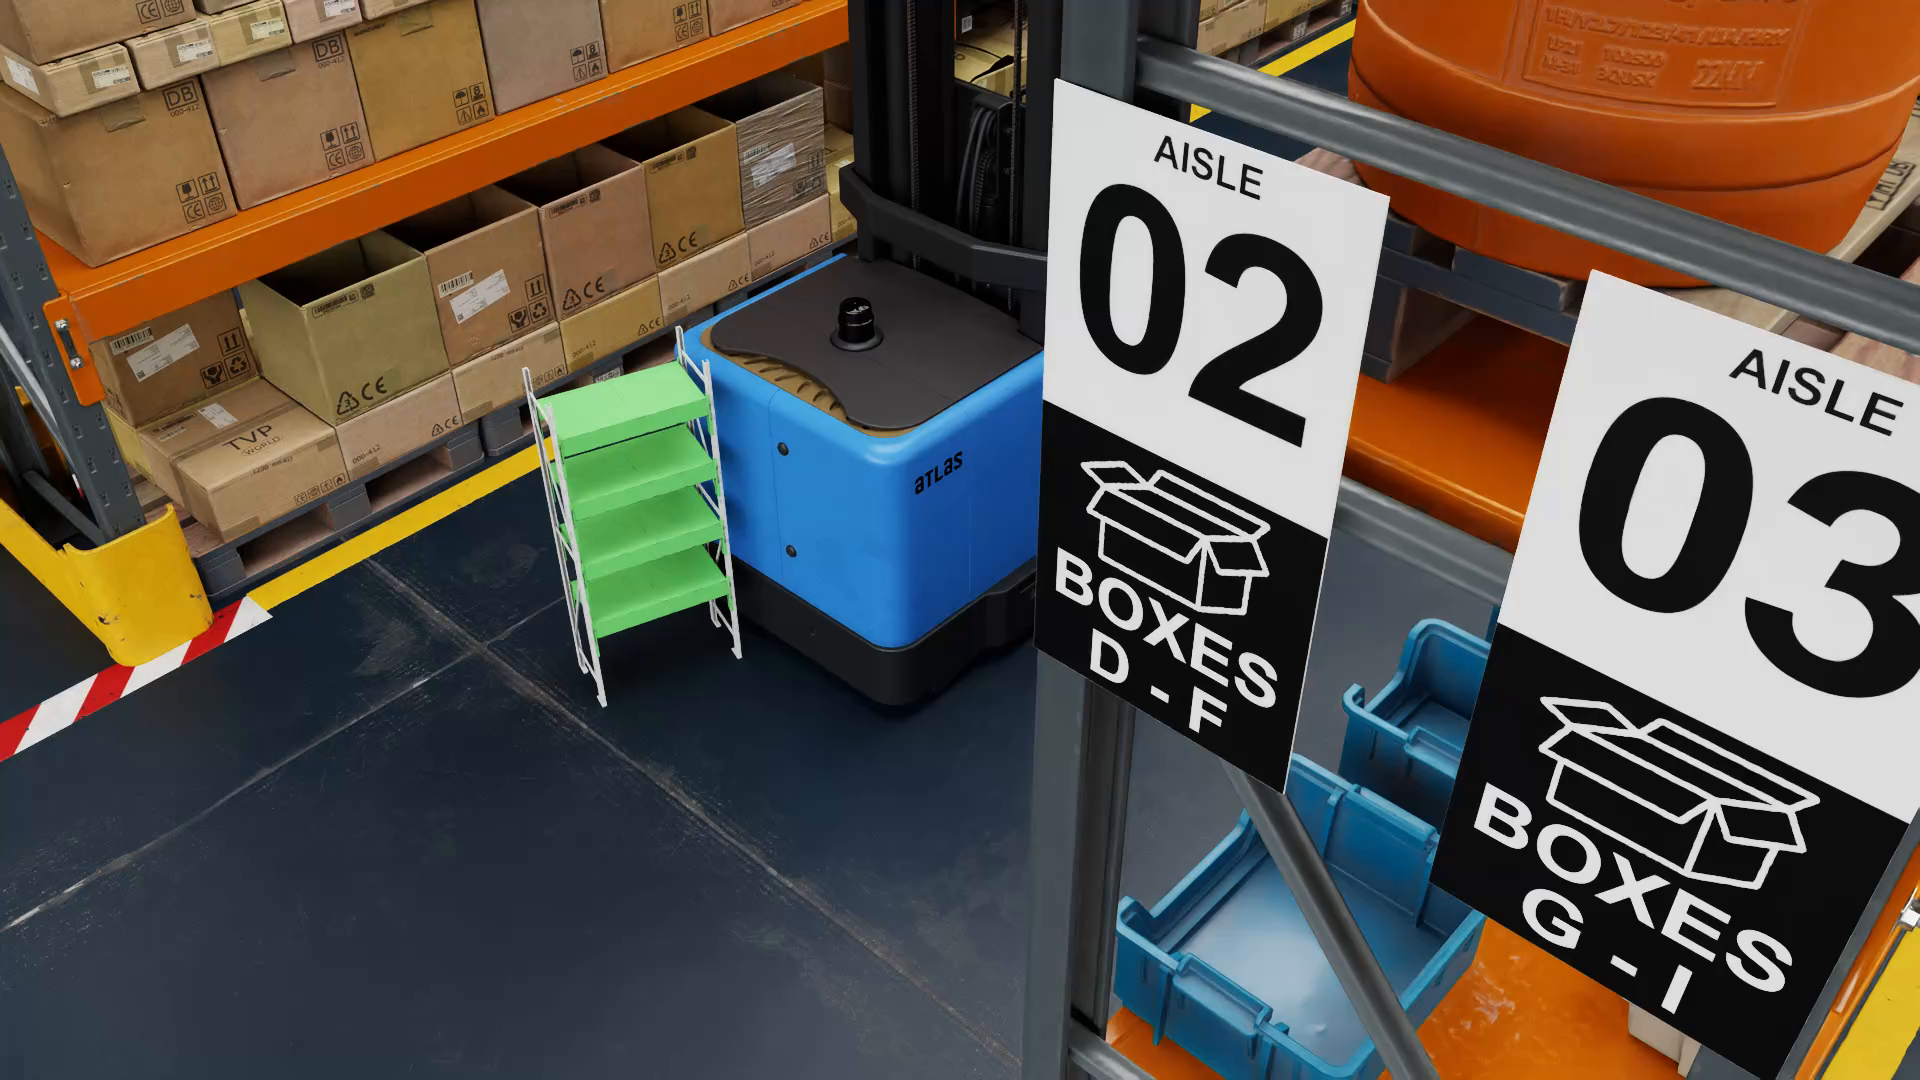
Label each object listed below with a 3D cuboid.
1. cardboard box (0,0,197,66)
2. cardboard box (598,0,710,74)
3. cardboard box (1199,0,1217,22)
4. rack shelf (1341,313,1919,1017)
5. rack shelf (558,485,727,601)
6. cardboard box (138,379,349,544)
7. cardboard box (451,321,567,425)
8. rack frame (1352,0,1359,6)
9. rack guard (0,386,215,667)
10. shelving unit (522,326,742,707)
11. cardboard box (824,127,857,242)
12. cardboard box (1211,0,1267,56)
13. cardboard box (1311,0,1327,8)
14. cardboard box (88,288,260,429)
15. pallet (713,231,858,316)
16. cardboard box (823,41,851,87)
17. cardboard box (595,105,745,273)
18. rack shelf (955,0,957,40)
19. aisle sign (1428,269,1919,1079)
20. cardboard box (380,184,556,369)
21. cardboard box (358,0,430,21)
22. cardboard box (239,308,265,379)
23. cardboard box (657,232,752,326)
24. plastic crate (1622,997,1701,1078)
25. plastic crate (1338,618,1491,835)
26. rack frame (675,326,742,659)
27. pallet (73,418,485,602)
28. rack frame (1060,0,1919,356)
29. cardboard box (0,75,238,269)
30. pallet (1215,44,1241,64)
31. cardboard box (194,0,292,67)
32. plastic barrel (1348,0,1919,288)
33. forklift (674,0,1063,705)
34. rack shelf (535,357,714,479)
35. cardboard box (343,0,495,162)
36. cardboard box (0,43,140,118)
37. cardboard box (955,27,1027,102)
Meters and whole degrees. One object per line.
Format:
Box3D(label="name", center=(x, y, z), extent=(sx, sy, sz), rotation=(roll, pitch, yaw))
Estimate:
Box3D(label="cardboard box", center=(-2.782, -1.838, 5.029), extent=(0.700, 0.500, 0.500), rotation=(30, 47, 32))
Box3D(label="cardboard box", center=(-1.430, -2.254, 6.594), extent=(0.700, 0.500, 0.500), rotation=(30, 48, 32))
Box3D(label="cardboard box", center=(1.056, -2.995, 9.028), extent=(0.500, 0.311, 0.500), rotation=(31, 48, 33))
Box3D(label="rack shelf", center=(1.861, -0.787, 2.998), extent=(1.077, 0.370, 4.000), rotation=(30, 47, 32))
Box3D(label="rack shelf", center=(-1.031, -0.003, 5.393), extent=(0.480, 0.148, 0.258), rotation=(-19, 42, -22))
Box3D(label="cardboard box", center=(-2.616, -0.299, 6.087), extent=(0.500, 0.250, 0.500), rotation=(30, 47, 32))
Box3D(label="cardboard box", center=(-1.944, -0.759, 6.667), extent=(0.500, 0.250, 0.500), rotation=(30, 47, 32))
Box3D(label="rack frame", center=(2.255, -4.733, 9.792), extent=(1.000, 3.000, 0.127), rotation=(30, 47, 32))
Box3D(label="rack guard", center=(-3.158, -0.068, 5.934), extent=(1.175, 0.500, 0.348), rotation=(30, 47, 32))
Box3D(label="shelving unit", center=(-1.031, -0.053, 5.353), extent=(0.503, 1.200, 0.258), rotation=(-19, 42, -22))
Box3D(label="cardboard box", center=(-0.595, -1.679, 7.823), extent=(0.500, 0.250, 0.500), rotation=(30, 47, 32))
Box3D(label="cardboard box", center=(1.394, -3.009, 9.496), extent=(0.500, 0.250, 0.500), rotation=(31, 48, 33))
Box3D(label="cardboard box", center=(2.080, -3.477, 10.084), extent=(0.500, 0.250, 0.500), rotation=(31, 48, 33))
Box3D(label="cardboard box", center=(-3.000, -0.811, 6.129), extent=(0.500, 0.500, 0.500), rotation=(30, 47, 32))
Box3D(label="pallet", center=(-1.011, -1.456, 7.911), extent=(1.003, 0.211, 1.213), rotation=(30, 47, 32))
Box3D(label="cardboard box", center=(-0.382, -2.509, 8.417), extent=(0.500, 0.311, 0.500), rotation=(30, 47, 32))
Box3D(label="cardboard box", center=(-1.275, -1.516, 7.016), extent=(0.500, 0.500, 0.500), rotation=(30, 47, 32))
Box3D(label="rack shelf", center=(0.906, -3.532, 8.860), extent=(1.077, 0.370, 4.000), rotation=(30, 47, 32))
Box3D(label="aisle sign", center=(0.680, 0.163, 1.547), extent=(0.394, 0.787, 0.004), rotation=(30, 47, 32))
Box3D(label="cardboard box", center=(-1.952, -1.058, 6.439), extent=(0.500, 0.500, 0.500), rotation=(30, 47, 32))
Box3D(label="cardboard box", center=(-2.023, -1.915, 5.647), extent=(0.380, 0.149, 0.250), rotation=(28, 46, 31))
Box3D(label="cardboard box", center=(-2.670, -0.751, 6.656), extent=(0.500, 0.250, 0.500), rotation=(30, 47, 32))
Box3D(label="cardboard box", center=(-1.266, -1.217, 7.242), extent=(0.500, 0.250, 0.500), rotation=(30, 47, 32))
Box3D(label="plastic crate", center=(1.353, 0.851, 2.981), extent=(0.298, 0.136, 0.250), rotation=(30, 47, 32))
Box3D(label="plastic crate", center=(1.071, 0.431, 3.418), extent=(0.499, 0.251, 0.408), rotation=(30, 47, 32))
Box3D(label="rack frame", center=(-0.817, -0.127, 5.446), extent=(0.015, 1.200, 0.240), rotation=(-19, 42, -22))
Box3D(label="pallet", center=(-2.657, -0.335, 6.502), extent=(1.003, 0.211, 1.213), rotation=(30, 47, 32))
Box3D(label="rack frame", center=(0.512, -1.324, 0.685), extent=(1.000, 3.000, 0.127), rotation=(30, 47, 32))
Box3D(label="cardboard box", center=(-2.817, -1.306, 5.402), extent=(0.700, 0.500, 0.500), rotation=(30, 47, 32))
Box3D(label="pallet", center=(0.848, -2.722, 9.503), extent=(1.003, 0.211, 1.213), rotation=(30, 47, 32))
Box3D(label="cardboard box", center=(-2.373, -1.677, 5.347), extent=(0.380, 0.149, 0.250), rotation=(30, 47, 32))
Box3D(label="plastic barrel", center=(0.746, -0.759, 1.702), extent=(0.600, 0.830, 0.708), rotation=(30, 47, 32))
Box3D(label="forklift", center=(0.425, -1.437, 5.702), extent=(1.130, 2.935, 3.031), rotation=(30, 47, 32))
Box3D(label="rack shelf", center=(-1.031, -0.379, 5.094), extent=(0.480, 0.148, 0.258), rotation=(-19, 42, -22))
Box3D(label="cardboard box", center=(-2.127, -1.775, 5.991), extent=(0.700, 0.500, 0.500), rotation=(30, 47, 32))
Box3D(label="cardboard box", center=(-2.718, -1.440, 5.050), extent=(0.380, 0.149, 0.250), rotation=(29, 47, 32))
Box3D(label="cardboard box", center=(0.019, -2.288, 8.139), extent=(0.500, 0.311, 0.500), rotation=(30, 47, 32))
